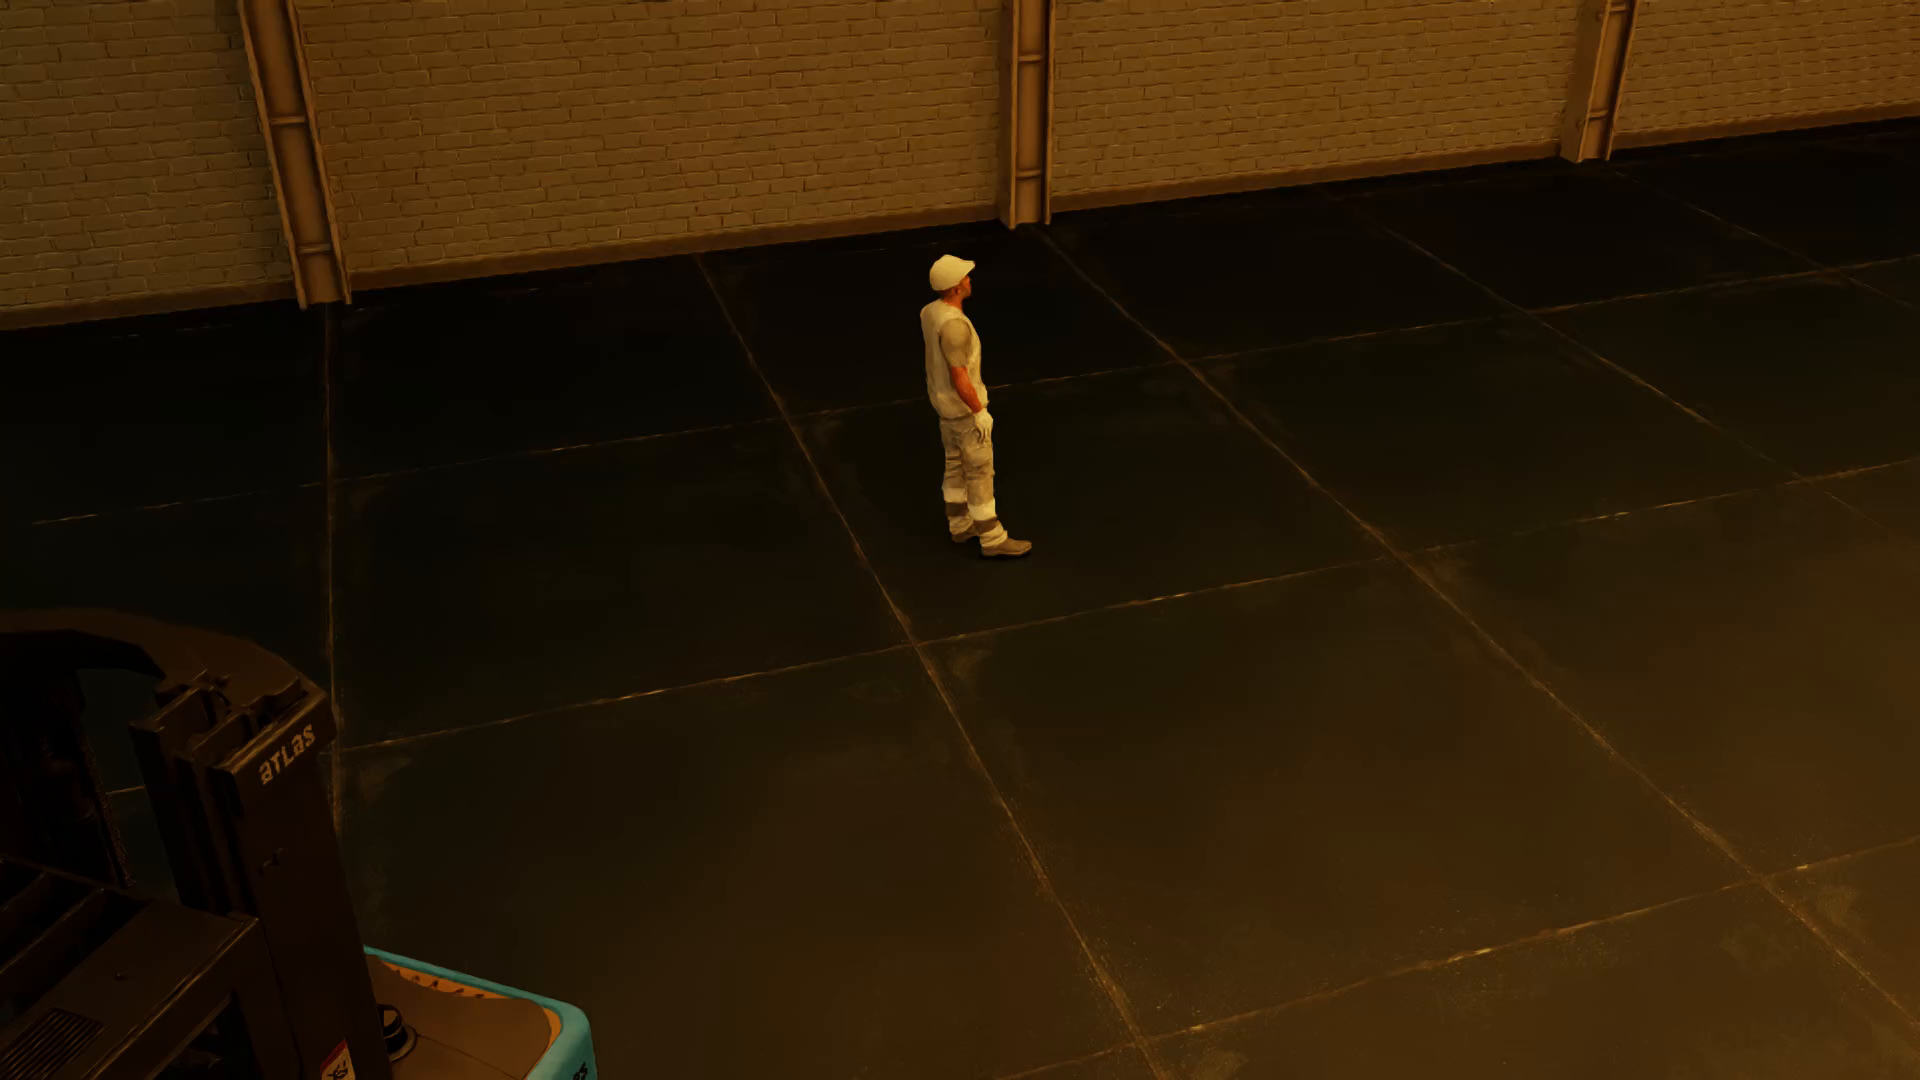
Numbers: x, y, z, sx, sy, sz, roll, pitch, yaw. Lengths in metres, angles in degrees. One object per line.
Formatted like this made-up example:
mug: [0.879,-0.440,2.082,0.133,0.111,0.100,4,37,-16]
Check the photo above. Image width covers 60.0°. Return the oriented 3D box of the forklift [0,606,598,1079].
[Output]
forklift: [-2.133,1.762,4.025,1.130,2.935,3.031,10,31,17]

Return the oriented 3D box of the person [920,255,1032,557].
person: [0.080,-0.789,9.589,0.563,1.787,0.637,-10,31,-16]
